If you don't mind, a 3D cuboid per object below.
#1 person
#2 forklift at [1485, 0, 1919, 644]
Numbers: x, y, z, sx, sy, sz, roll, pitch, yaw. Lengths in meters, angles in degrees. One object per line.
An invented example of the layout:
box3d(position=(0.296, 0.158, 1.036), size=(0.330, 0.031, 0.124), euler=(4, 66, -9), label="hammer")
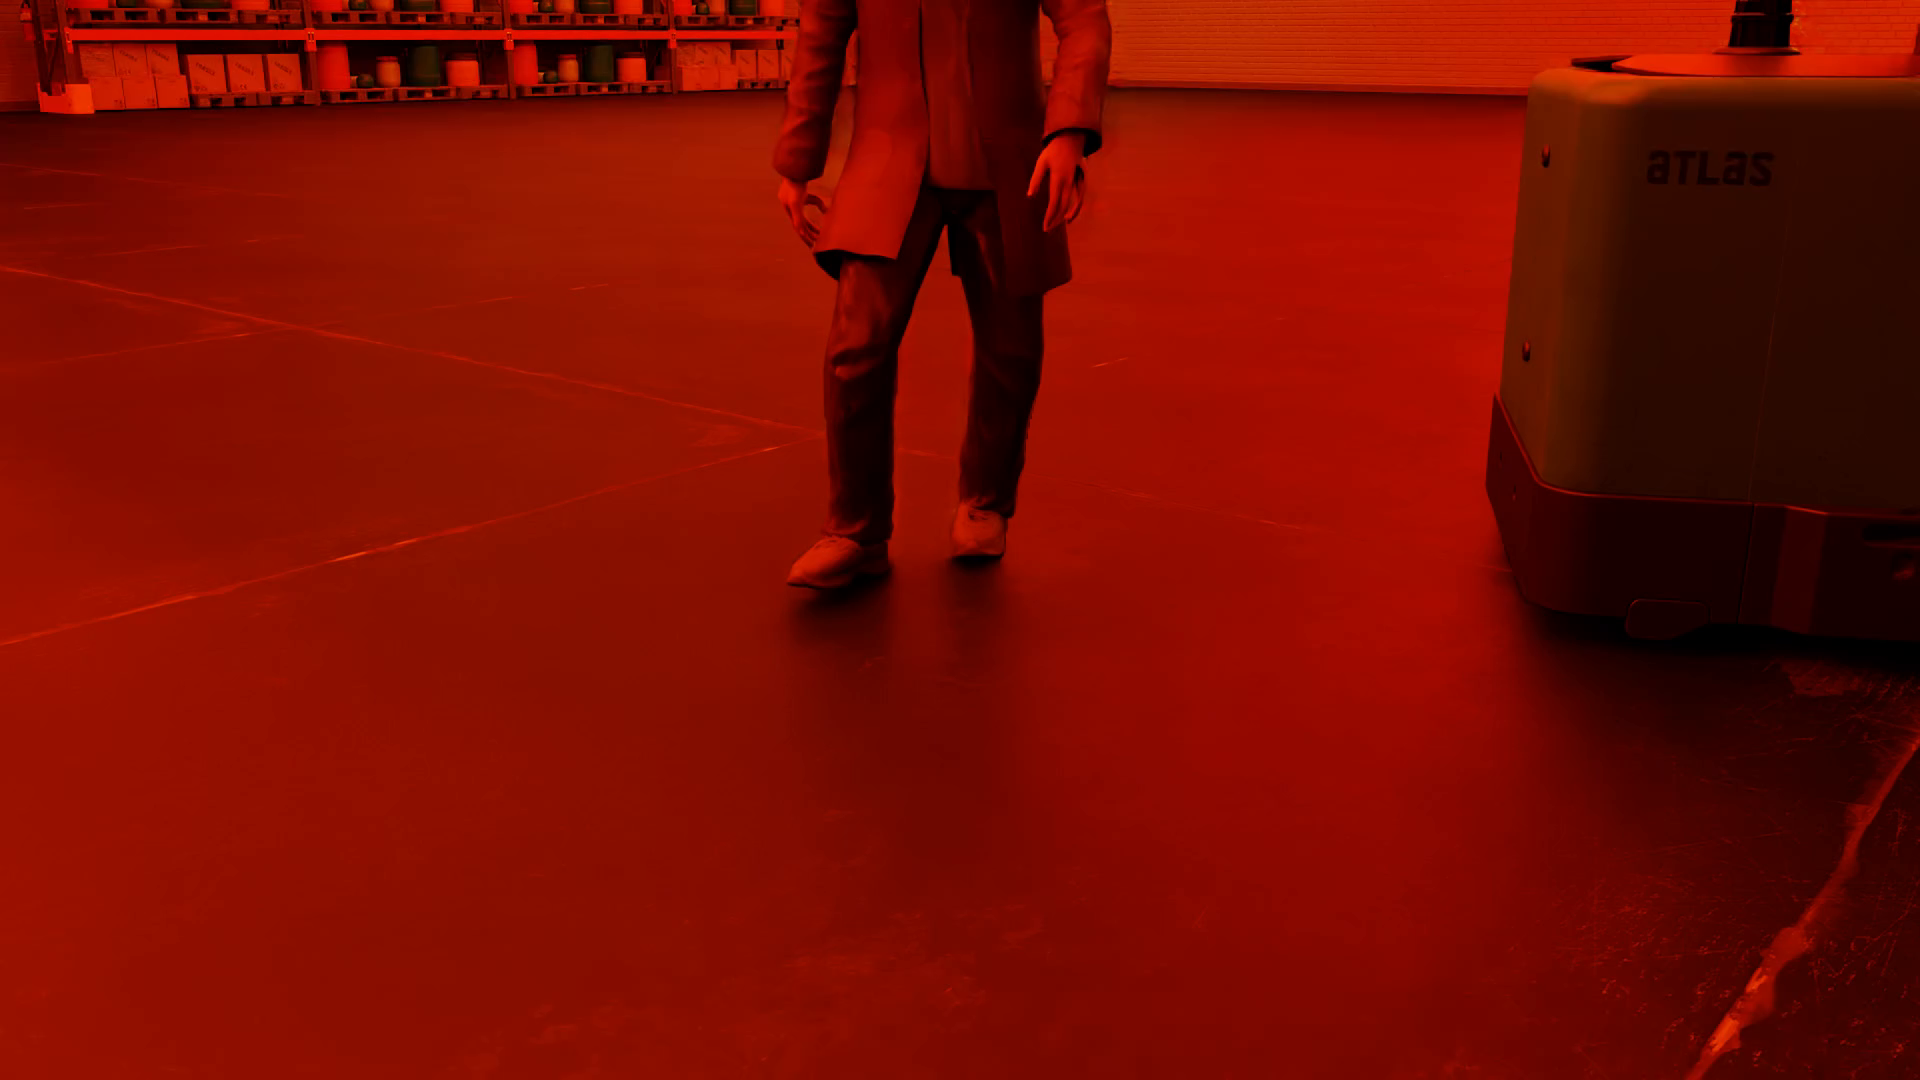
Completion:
box3d(position=(-0.053, -0.771, 3.520), size=(0.677, 1.731, 0.683), euler=(0, 17, -1), label="person")
box3d(position=(2.696, -1.222, 3.030), size=(3.031, 2.867, 1.129), euler=(4, 17, 11), label="forklift")
